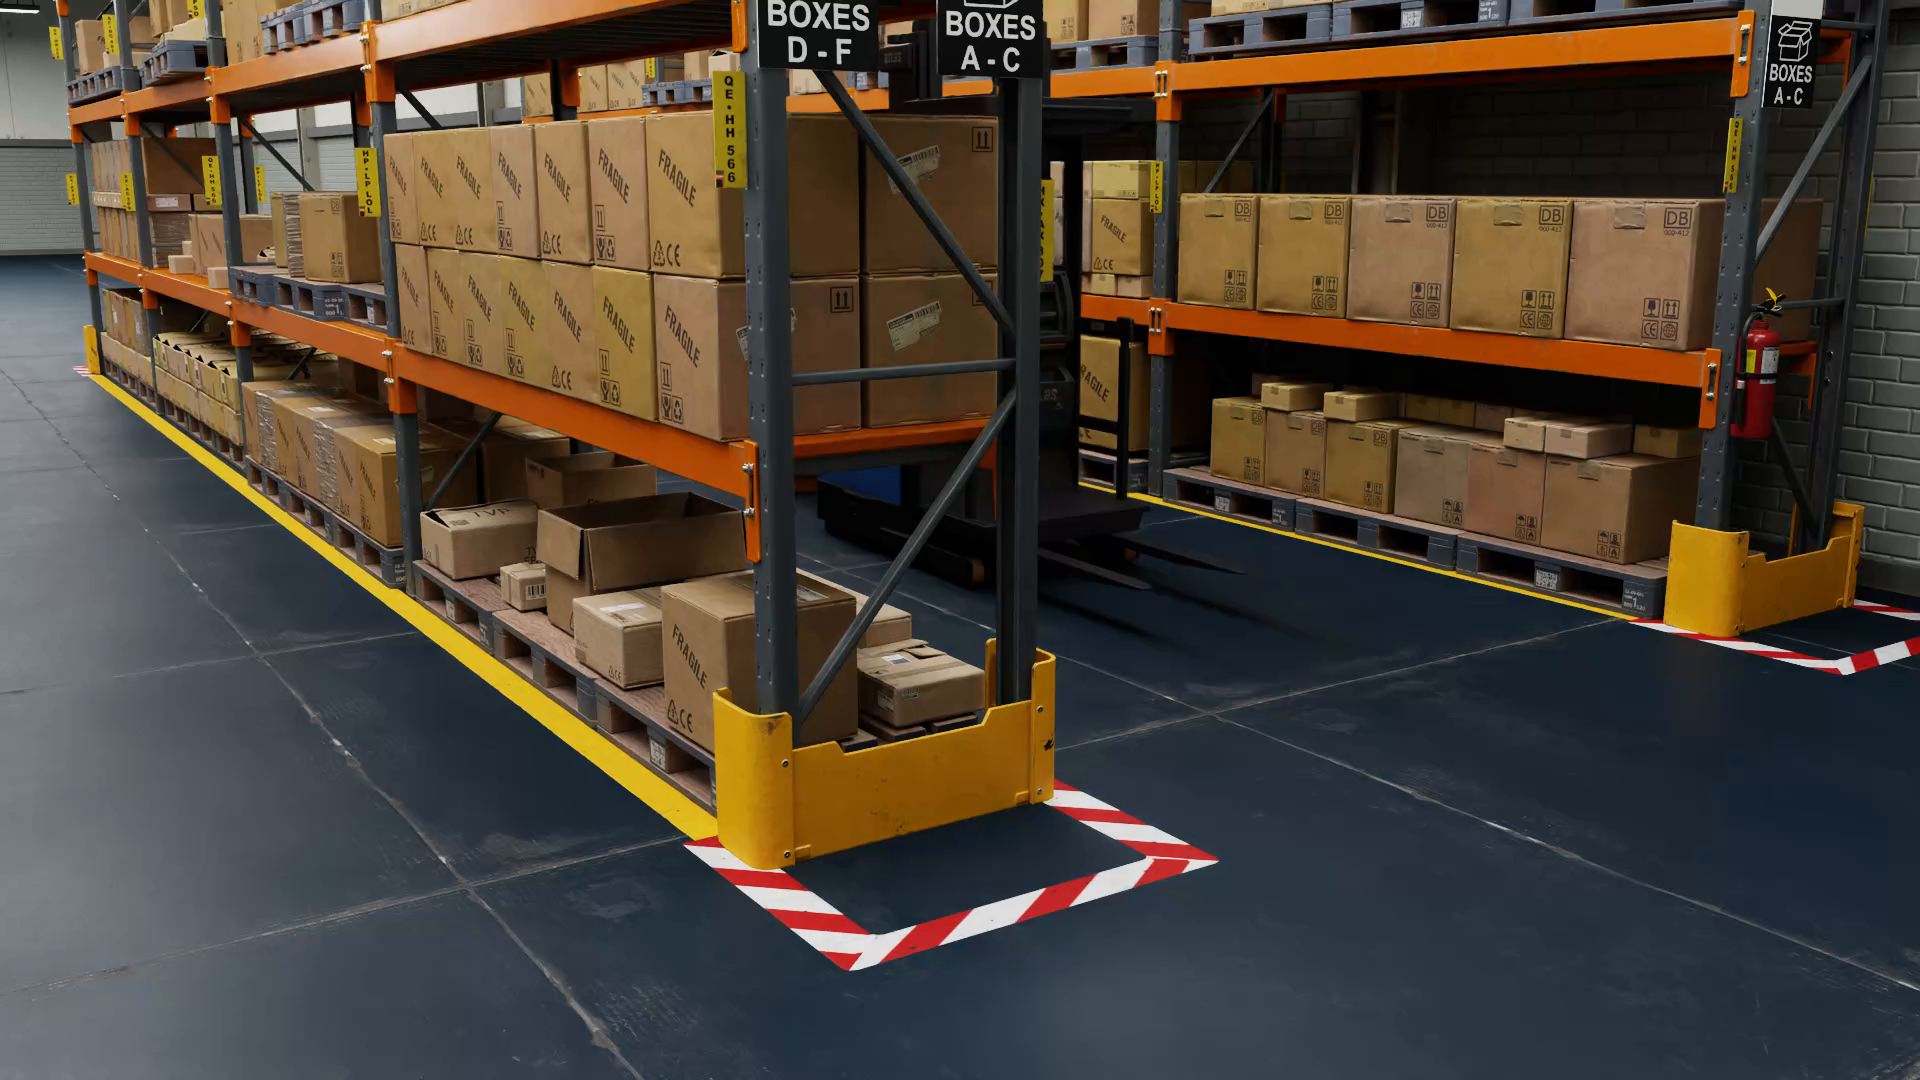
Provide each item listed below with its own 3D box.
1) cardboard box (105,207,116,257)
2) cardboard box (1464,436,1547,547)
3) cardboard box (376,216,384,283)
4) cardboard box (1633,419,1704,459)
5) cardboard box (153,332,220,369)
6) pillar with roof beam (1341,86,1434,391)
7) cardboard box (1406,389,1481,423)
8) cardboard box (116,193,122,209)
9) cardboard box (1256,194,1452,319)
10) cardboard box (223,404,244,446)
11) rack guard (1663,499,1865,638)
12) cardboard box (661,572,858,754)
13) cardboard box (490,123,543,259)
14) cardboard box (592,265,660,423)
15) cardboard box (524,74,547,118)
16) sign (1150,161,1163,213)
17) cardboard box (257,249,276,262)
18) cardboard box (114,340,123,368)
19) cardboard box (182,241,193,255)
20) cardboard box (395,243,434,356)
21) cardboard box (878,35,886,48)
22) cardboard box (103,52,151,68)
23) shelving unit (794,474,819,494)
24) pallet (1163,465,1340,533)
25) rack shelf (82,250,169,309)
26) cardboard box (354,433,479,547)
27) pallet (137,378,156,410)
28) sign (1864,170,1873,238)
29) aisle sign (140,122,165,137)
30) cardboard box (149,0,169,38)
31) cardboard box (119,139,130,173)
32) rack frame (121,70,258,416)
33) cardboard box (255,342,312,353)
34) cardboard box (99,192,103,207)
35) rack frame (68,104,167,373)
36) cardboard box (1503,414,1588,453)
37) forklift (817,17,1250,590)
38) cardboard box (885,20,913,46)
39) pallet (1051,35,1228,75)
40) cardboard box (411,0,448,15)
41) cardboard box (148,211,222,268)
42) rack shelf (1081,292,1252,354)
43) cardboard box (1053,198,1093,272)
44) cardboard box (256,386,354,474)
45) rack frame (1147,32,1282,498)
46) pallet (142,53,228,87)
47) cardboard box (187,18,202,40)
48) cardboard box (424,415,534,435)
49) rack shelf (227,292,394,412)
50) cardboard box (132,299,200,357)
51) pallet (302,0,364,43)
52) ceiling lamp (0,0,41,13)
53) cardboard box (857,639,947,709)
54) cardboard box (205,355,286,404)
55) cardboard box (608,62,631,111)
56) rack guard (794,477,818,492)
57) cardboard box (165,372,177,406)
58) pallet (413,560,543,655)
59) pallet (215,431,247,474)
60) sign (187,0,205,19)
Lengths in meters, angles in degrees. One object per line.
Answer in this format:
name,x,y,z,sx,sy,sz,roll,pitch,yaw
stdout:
cardboard box,-8.509,-3.237,17.408,0.700,0.500,0.500,-8,14,-31
cardboard box,3.186,-0.292,9.046,0.700,0.500,0.500,-8,15,-33
cardboard box,-2.914,-1.711,9.446,0.700,0.500,0.500,-6,14,-24
cardboard box,3.699,-0.522,8.576,0.380,0.149,0.250,-8,15,-32
cardboard box,-6.814,-1.687,14.695,0.500,0.311,0.500,-8,15,-33
pillar with roof beam,-0.758,-4.217,8.083,9.100,9.000,0.400,-8,15,-33
cardboard box,2.855,-0.792,9.812,0.380,0.149,0.250,-8,15,-34
cardboard box,-8.017,-3.316,16.250,0.380,0.149,0.250,-8,14,-31
cardboard box,2.405,-1.736,10.076,0.980,0.700,0.700,-9,15,-34
cardboard box,-5.114,-0.869,12.268,0.500,0.250,0.500,-8,15,-31
rack guard,3.948,0.119,8.149,1.175,0.500,0.348,-8,15,-33
cardboard box,-0.694,0.419,5.746,0.500,0.500,0.500,-8,15,-33
cardboard box,-1.519,-1.376,6.560,0.500,0.500,0.500,-8,14,-31
cardboard box,-0.953,-0.708,5.844,0.500,0.500,0.500,-8,15,-32
cardboard box,-4.953,-5.387,20.173,0.500,0.500,0.500,-8,14,-31
sign,1.272,-2.279,10.738,0.100,0.325,0.005,-8,15,-33
cardboard box,-4.785,-1.969,12.052,0.500,0.311,0.500,-7,14,-29
cardboard box,-8.384,-1.928,17.110,0.500,0.250,0.500,-8,15,-33
cardboard box,-6.527,-2.498,14.616,0.500,0.250,0.500,-7,14,-29
cardboard box,-2.348,-1.157,7.898,0.500,0.500,0.500,-8,14,-31
cardboard box,-0.706,-4.209,14.784,0.500,0.500,0.500,-8,15,-33
cardboard box,-7.732,-4.452,15.456,0.380,0.149,0.250,-8,15,-33
shelving unit,-0.699,-0.978,10.822,0.587,1.500,1.083,-8,14,-31
pallet,2.074,-0.311,10.792,1.003,0.211,1.213,-8,15,-33
rack shelf,-7.944,-2.658,16.680,1.077,0.370,4.000,-8,15,-33
cardboard box,-2.916,-0.279,8.937,0.500,0.500,0.500,-8,15,-33
pallet,-7.242,-1.438,15.944,1.003,0.211,1.213,-8,15,-33
sign,4.400,-1.633,8.096,0.100,0.325,0.005,-8,15,-33
aisle sign,-8.844,-4.682,18.164,0.394,0.787,0.004,-8,15,-33
cardboard box,-6.527,-4.503,14.024,0.500,0.500,0.500,-8,15,-32
cardboard box,-7.645,-3.594,16.003,0.700,0.500,0.500,-8,15,-33
rack frame,-6.836,-2.654,14.976,1.000,3.000,0.127,-8,15,-33
cardboard box,-5.530,-1.481,13.754,0.500,0.311,0.500,-8,15,-33
cardboard box,-8.729,-3.545,17.297,0.380,0.149,0.250,-8,15,-33
rack frame,-9.052,-3.365,18.230,1.000,3.000,0.127,-8,15,-33
cardboard box,3.098,-0.567,8.783,0.380,0.149,0.250,-8,14,-31
forklift,0.334,-1.297,8.930,1.130,2.935,3.031,-8,14,-31
cardboard box,-0.187,-4.181,13.674,0.700,0.500,0.500,-10,16,-37
pallet,1.169,-3.347,11.574,0.805,0.209,1.217,-9,15,-35
cardboard box,-2.067,-2.418,7.228,0.500,0.250,0.500,-8,15,-33
cardboard box,-7.087,-2.781,15.323,0.700,0.500,0.500,-9,15,-34
rack shelf,0.610,-1.822,12.858,1.077,0.370,4.000,-8,15,-33
cardboard box,0.962,-2.164,11.759,0.500,0.500,0.500,-8,15,-32
cardboard box,-4.311,-0.729,10.996,0.500,0.500,0.500,-9,15,-35
rack frame,1.718,-1.818,11.155,1.000,3.000,0.127,-8,15,-33
pallet,-5.692,-3.624,12.835,1.003,0.211,1.213,-7,14,-30
cardboard box,-5.531,-3.808,12.601,0.500,0.250,0.500,-8,15,-34
cardboard box,-2.774,-0.433,9.643,0.500,0.500,0.500,-8,15,-32
rack shelf,-3.512,-1.235,10.174,1.077,0.370,4.000,-8,15,-33
cardboard box,-7.542,-2.029,15.817,0.500,0.500,0.500,-8,15,-33
pallet,-2.707,-2.729,8.738,1.213,0.211,1.003,-8,15,-33
ceiling lamp,-22.433,-13.774,38.119,2.000,3.185,0.800,-8,15,-33
cardboard box,-0.272,0.490,6.203,0.380,0.166,0.250,-8,15,-33
cardboard box,-5.408,-1.234,12.624,0.500,0.311,0.500,-8,15,-34
cardboard box,-3.469,-4.917,18.023,0.500,0.500,0.500,-10,16,-37
rack guard,-0.963,-0.457,11.368,0.587,0.250,0.087,-8,14,-31
cardboard box,-6.537,-1.324,14.347,0.500,0.250,0.500,-8,14,-31
pallet,-2.024,0.253,8.209,1.003,0.211,1.213,-8,15,-33
pallet,-5.044,-0.731,12.712,1.003,0.211,1.213,-8,15,-33
sign,-5.086,-3.635,11.046,0.100,0.325,0.005,-8,15,-33
